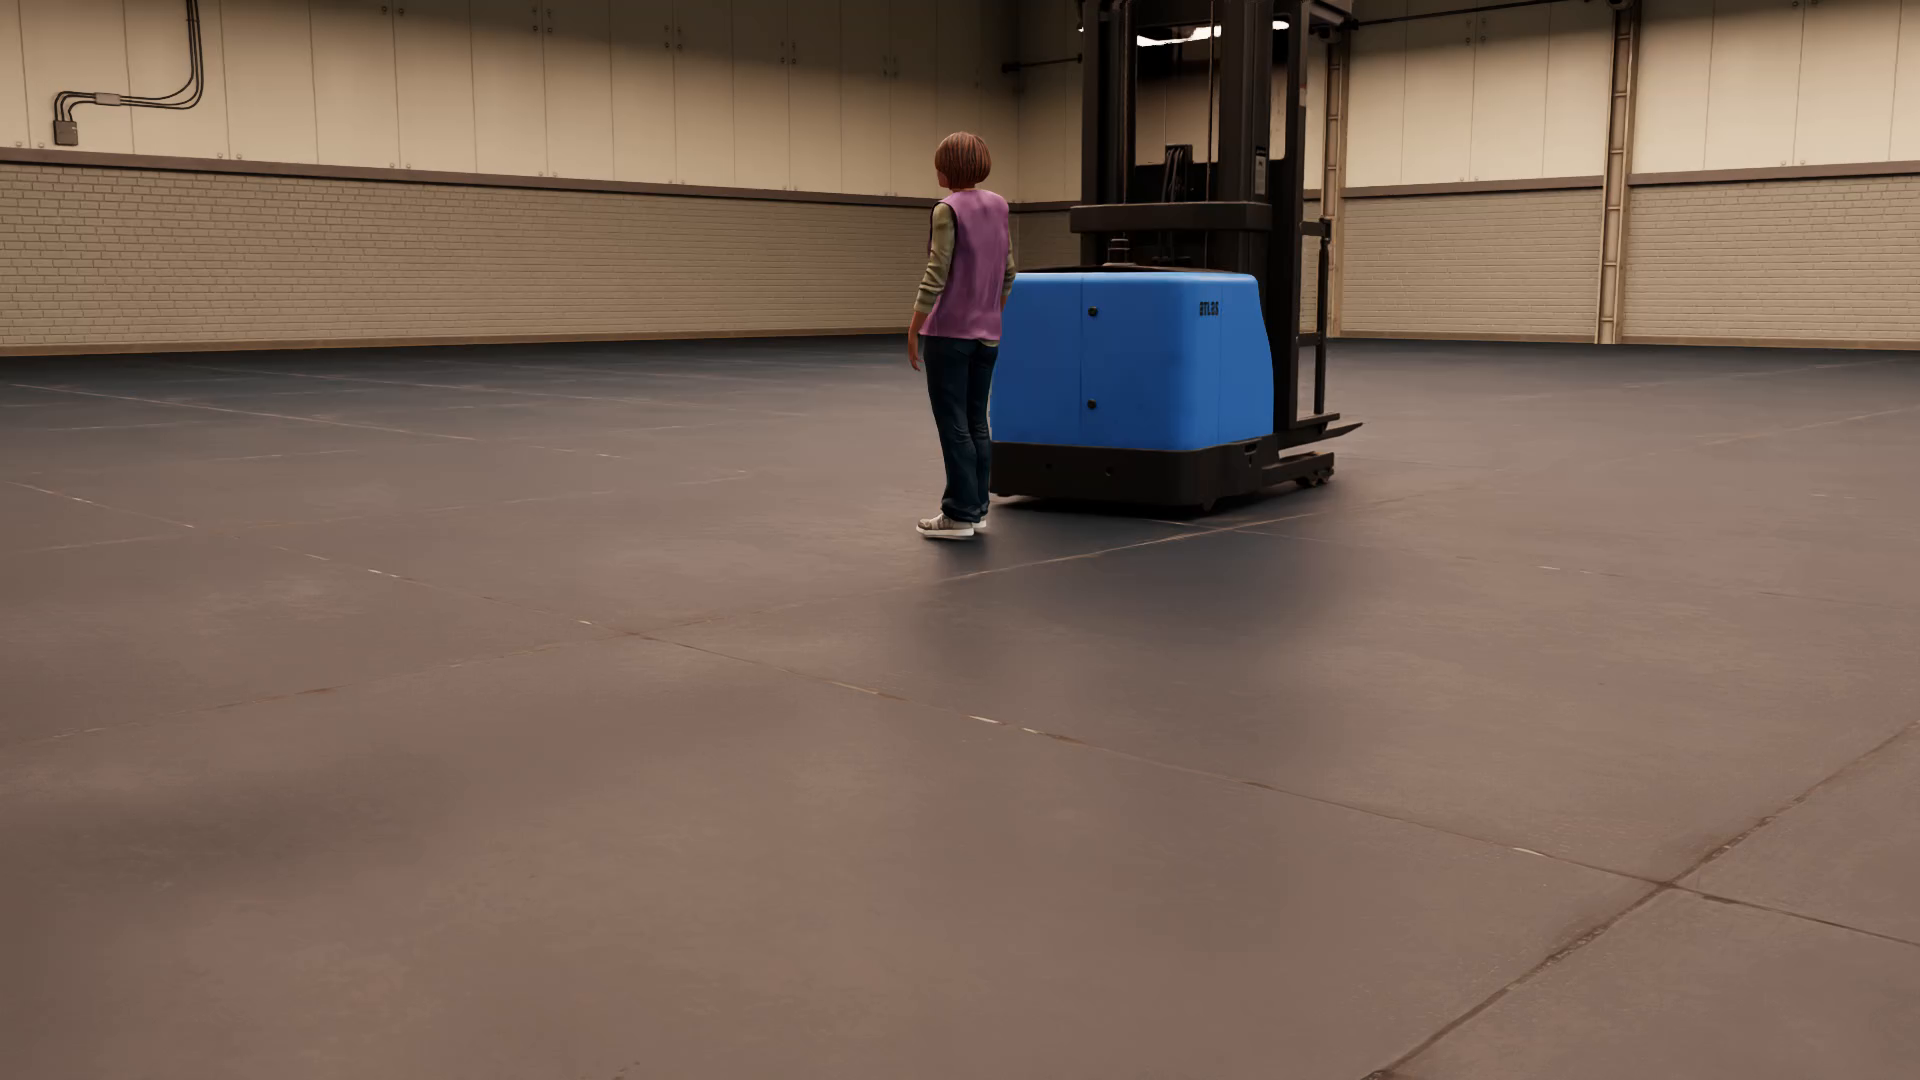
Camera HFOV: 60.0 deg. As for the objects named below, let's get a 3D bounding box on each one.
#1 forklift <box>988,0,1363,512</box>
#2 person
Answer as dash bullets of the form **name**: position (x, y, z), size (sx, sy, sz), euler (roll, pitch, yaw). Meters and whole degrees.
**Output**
- **forklift**: position (1.308, -1.752, 8.510), size (1.130, 2.935, 3.031), euler (5, 10, 31)
- **person**: position (-0.043, -0.806, 6.658), size (0.476, 1.597, 0.520), euler (8, 12, 43)
